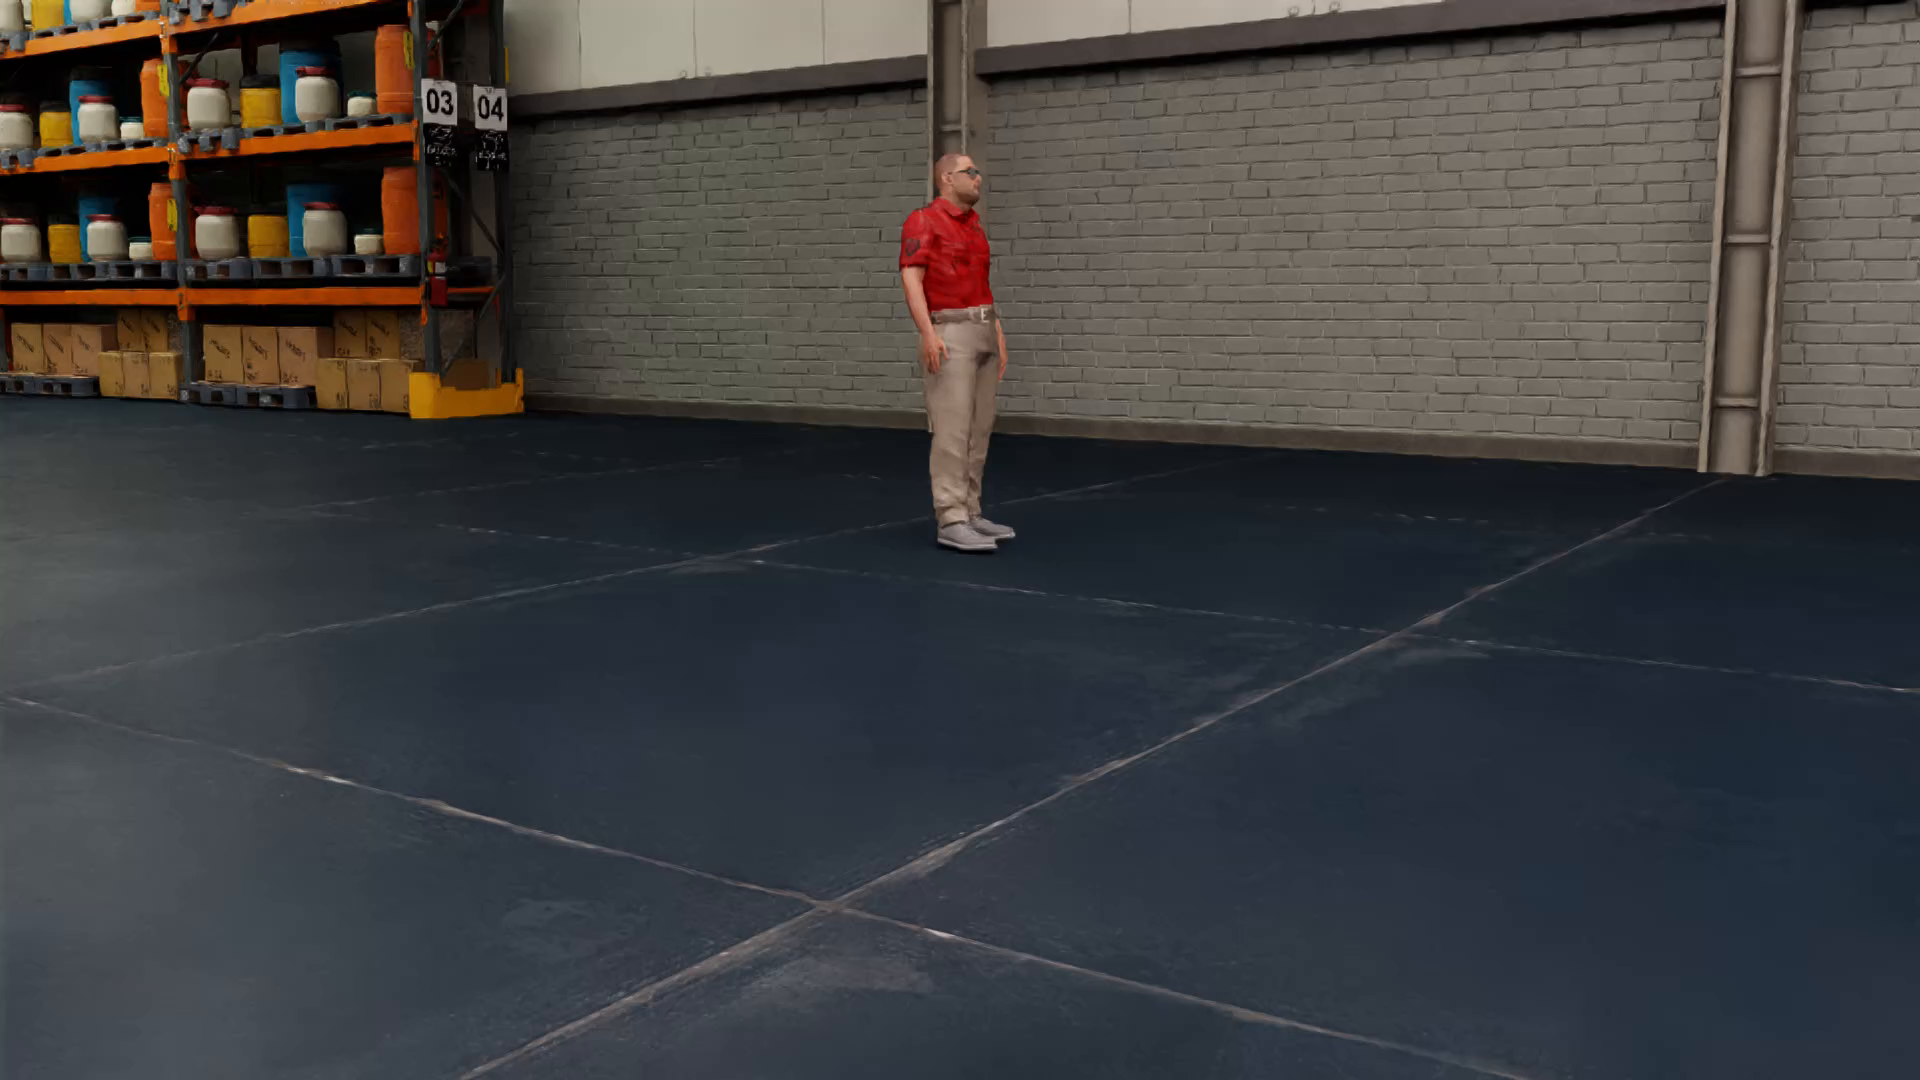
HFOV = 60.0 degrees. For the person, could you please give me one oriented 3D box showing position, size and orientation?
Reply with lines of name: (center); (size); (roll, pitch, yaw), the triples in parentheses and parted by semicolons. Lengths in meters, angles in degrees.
person: (0.068, -0.855, 7.421); (0.550, 1.726, 0.640); (5, 10, 34)
